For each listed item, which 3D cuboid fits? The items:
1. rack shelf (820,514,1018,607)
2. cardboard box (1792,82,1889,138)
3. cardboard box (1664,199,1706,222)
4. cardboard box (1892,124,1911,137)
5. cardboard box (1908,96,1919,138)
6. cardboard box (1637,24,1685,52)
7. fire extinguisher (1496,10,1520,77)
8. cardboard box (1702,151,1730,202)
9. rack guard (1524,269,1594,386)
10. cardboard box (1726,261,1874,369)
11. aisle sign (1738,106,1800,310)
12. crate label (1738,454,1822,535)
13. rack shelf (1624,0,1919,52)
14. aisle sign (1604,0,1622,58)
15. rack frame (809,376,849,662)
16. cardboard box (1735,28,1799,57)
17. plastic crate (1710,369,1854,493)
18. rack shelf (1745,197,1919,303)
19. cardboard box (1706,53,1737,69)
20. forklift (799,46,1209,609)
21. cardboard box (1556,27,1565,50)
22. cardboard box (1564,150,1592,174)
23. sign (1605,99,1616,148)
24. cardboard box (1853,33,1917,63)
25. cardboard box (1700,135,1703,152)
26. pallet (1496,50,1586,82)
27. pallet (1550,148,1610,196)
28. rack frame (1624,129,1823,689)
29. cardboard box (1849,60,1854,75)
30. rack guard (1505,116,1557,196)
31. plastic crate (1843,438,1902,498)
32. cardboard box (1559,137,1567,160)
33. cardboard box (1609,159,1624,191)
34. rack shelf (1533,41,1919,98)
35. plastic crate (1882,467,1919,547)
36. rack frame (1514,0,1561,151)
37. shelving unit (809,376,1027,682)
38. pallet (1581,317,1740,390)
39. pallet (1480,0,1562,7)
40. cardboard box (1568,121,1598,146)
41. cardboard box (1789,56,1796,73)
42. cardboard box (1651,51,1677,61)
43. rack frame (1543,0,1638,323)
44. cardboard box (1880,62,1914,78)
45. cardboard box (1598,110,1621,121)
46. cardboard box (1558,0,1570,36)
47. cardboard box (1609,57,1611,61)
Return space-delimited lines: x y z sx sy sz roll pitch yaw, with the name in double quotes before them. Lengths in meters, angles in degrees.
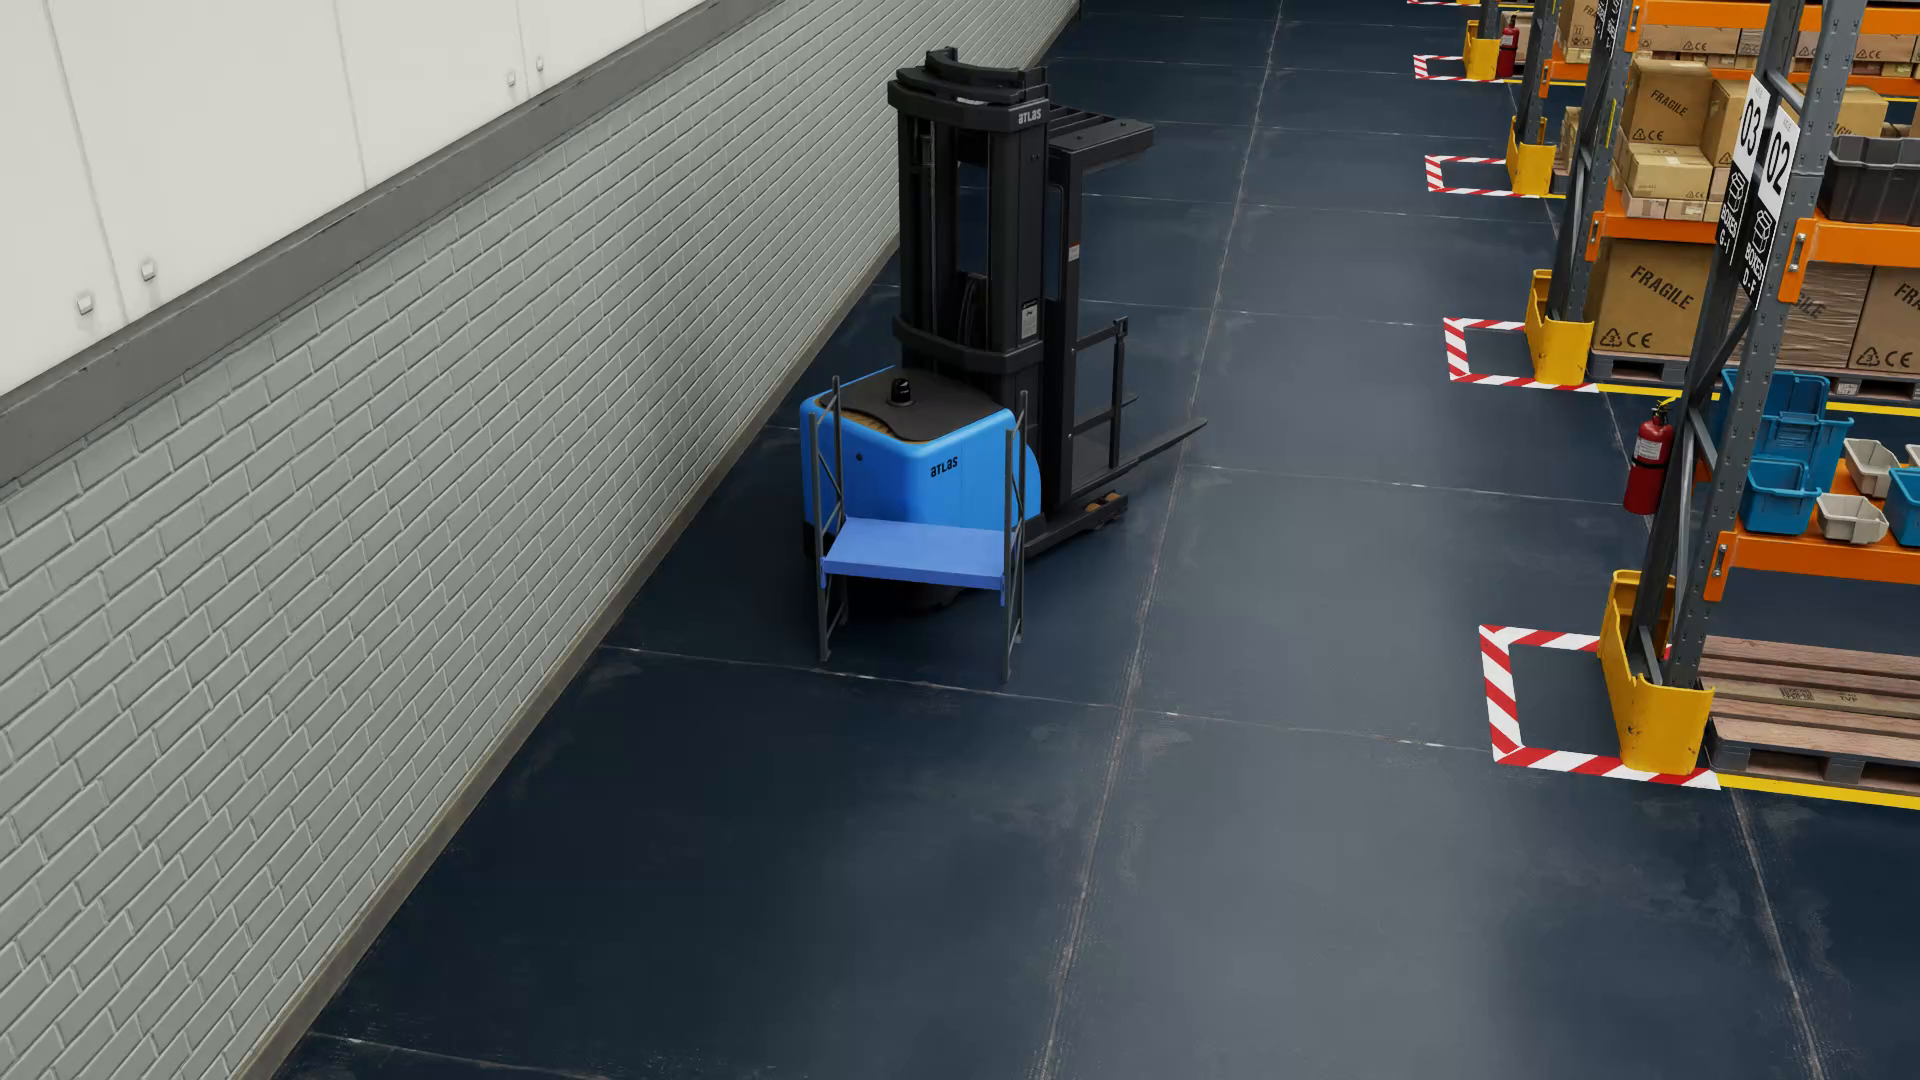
"rack shelf" -0.208 0.103 9.037 1.000 0.185 0.538 5 29 10
"cardboard box" 6.079 -2.877 11.609 0.500 0.500 0.500 5 29 9
"cardboard box" 5.198 -2.432 11.992 0.250 0.149 0.380 5 29 10
"cardboard box" 9.422 -4.002 16.511 0.250 0.149 0.380 7 29 13
"cardboard box" 7.176 -3.021 11.873 0.500 0.500 0.500 5 29 9
"cardboard box" 6.713 -5.035 16.071 0.500 0.500 0.500 6 29 11
"fire extinguisher" 5.653 -5.121 17.112 0.183 0.674 0.296 6 29 11
"cardboard box" 5.592 -2.598 11.881 0.500 0.250 0.500 6 29 10
"rack guard" 4.645 -1.664 12.930 0.348 0.500 1.175 6 29 11
"cardboard box" 6.201 -1.892 12.520 0.875 0.875 0.875 6 29 11
"aisle sign" 3.502 -1.440 7.211 0.004 0.787 0.394 6 29 11
"crate label" 3.807 -0.205 7.775 0.303 0.233 0.416 6 29 11
"rack shelf" 6.625 -3.557 11.412 4.000 0.370 1.077 6 29 11
"aisle sign" 4.536 -3.764 11.457 0.004 0.787 0.394 6 29 11
"rack frame" -0.707 -0.102 9.036 0.032 1.500 0.500 5 29 10
"cardboard box" 7.690 -4.931 15.882 0.500 0.500 0.500 5 29 9
"plastic crate" 4.001 -0.528 8.153 0.499 0.435 0.616 6 29 11
"rack shelf" 5.590 -1.231 7.163 4.000 0.370 1.077 6 29 11
"cardboard box" 7.339 -4.684 16.105 0.250 0.149 0.380 5 29 10
"forklift" 0.430 -1.502 10.103 1.130 2.935 3.031 25 37 37
"cardboard box" 6.181 -5.067 16.805 0.250 0.149 0.380 6 29 11
"cardboard box" 6.249 -3.808 16.775 0.250 0.149 0.380 6 29 12
"sign" 4.547 -2.912 11.624 0.005 0.325 0.100 6 29 11
"cardboard box" 8.676 -4.819 15.676 0.500 0.500 0.500 5 29 9
"cardboard box" 5.694 -2.847 12.336 0.500 0.250 0.500 5 29 10
"pallet" 7.537 -6.145 21.417 1.213 0.211 1.003 6 29 11
"pallet" 6.665 -3.748 17.038 1.213 0.211 1.003 6 29 11
"rack frame" 3.634 -0.432 8.077 0.127 3.000 1.000 6 29 11
"cardboard box" 8.345 -4.564 15.887 0.250 0.149 0.380 5 29 8
"rack guard" 5.878 -3.973 17.148 0.348 0.500 1.175 6 29 11
"plastic crate" 4.470 -0.346 8.132 0.243 0.136 0.396 6 29 11
"cardboard box" 6.362 -4.056 17.228 0.250 0.149 0.380 6 29 11
"cardboard box" 5.086 -2.766 12.603 0.250 0.149 0.380 6 29 12
"rack shelf" 7.759 -4.561 16.368 4.000 0.370 1.077 6 29 11
"plastic crate" 4.451 -0.139 7.654 0.300 0.233 0.416 6 29 11
"rack frame" 5.803 -5.077 16.562 0.127 3.000 1.000 6 29 11
"shelving unit" -0.208 -0.055 8.950 1.048 1.500 0.538 5 29 10
"pallet" 5.467 -1.491 12.916 1.213 0.211 1.003 6 29 11
"pallet" 8.625 -8.433 25.596 1.213 0.211 1.003 6 29 11
"cardboard box" 6.245 -4.059 16.615 0.250 0.149 0.380 5 29 8
"cardboard box" 7.843 -4.607 15.966 0.250 0.149 0.380 6 29 12
"cardboard box" 6.843 -4.760 16.245 0.250 0.149 0.380 7 30 13
"rack frame" 4.669 -2.758 12.326 0.127 3.000 1.000 6 29 11
"cardboard box" 8.863 -4.514 15.795 0.250 0.149 0.380 7 29 13
"cardboard box" 6.608 -4.285 17.028 0.250 0.149 0.380 6 29 12
"cardboard box" 6.297 -5.327 16.605 0.500 0.500 0.500 6 29 12
"cardboard box" 6.309 -4.774 16.270 0.250 0.149 0.380 7 29 12
